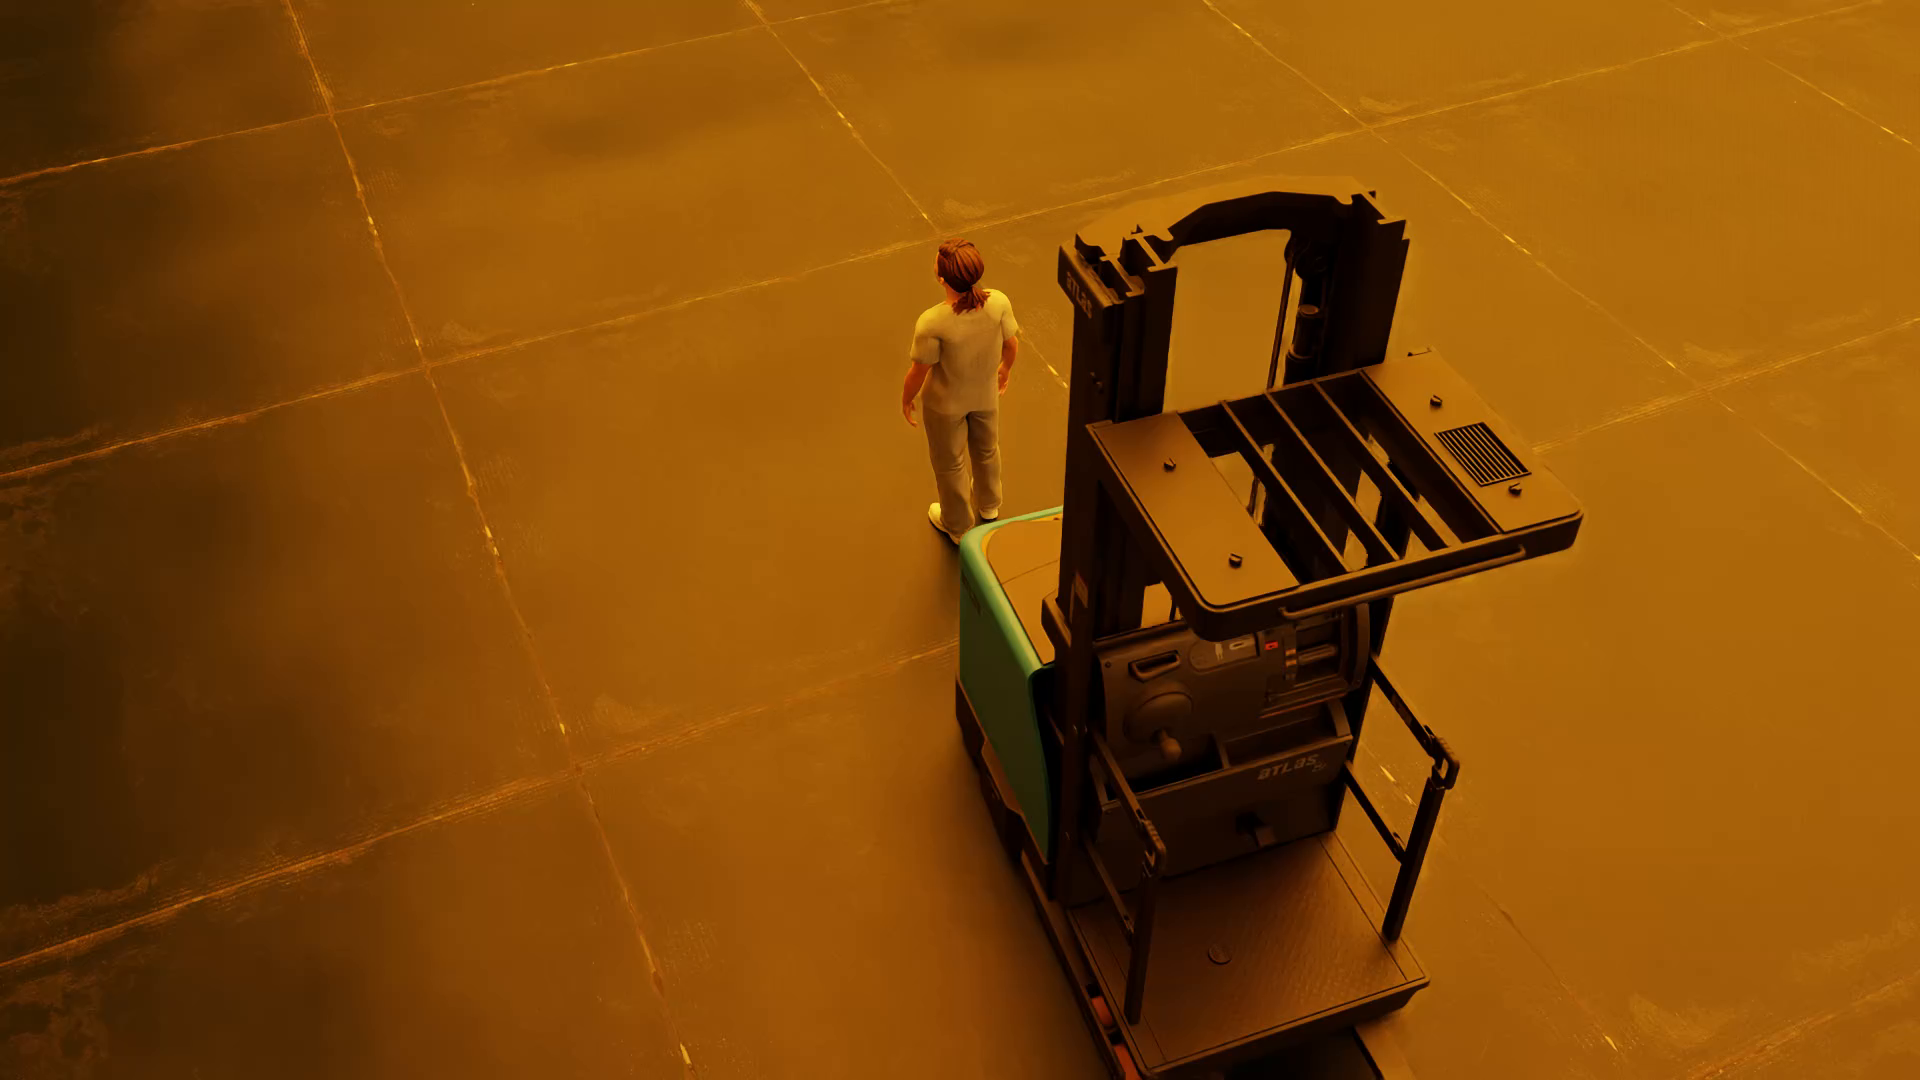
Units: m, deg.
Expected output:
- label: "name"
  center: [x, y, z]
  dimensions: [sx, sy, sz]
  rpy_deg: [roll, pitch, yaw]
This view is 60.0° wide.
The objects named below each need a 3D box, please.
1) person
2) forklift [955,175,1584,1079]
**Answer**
- label: "person"
  center: [-0.019, -0.667, 7.305]
  dimensions: [0.550, 1.674, 0.549]
  rpy_deg: [-18, 46, -18]
- label: "forklift"
  center: [0.952, 0.512, 5.131]
  dimensions: [1.130, 2.935, 3.031]
  rpy_deg: [-14, 45, -14]
